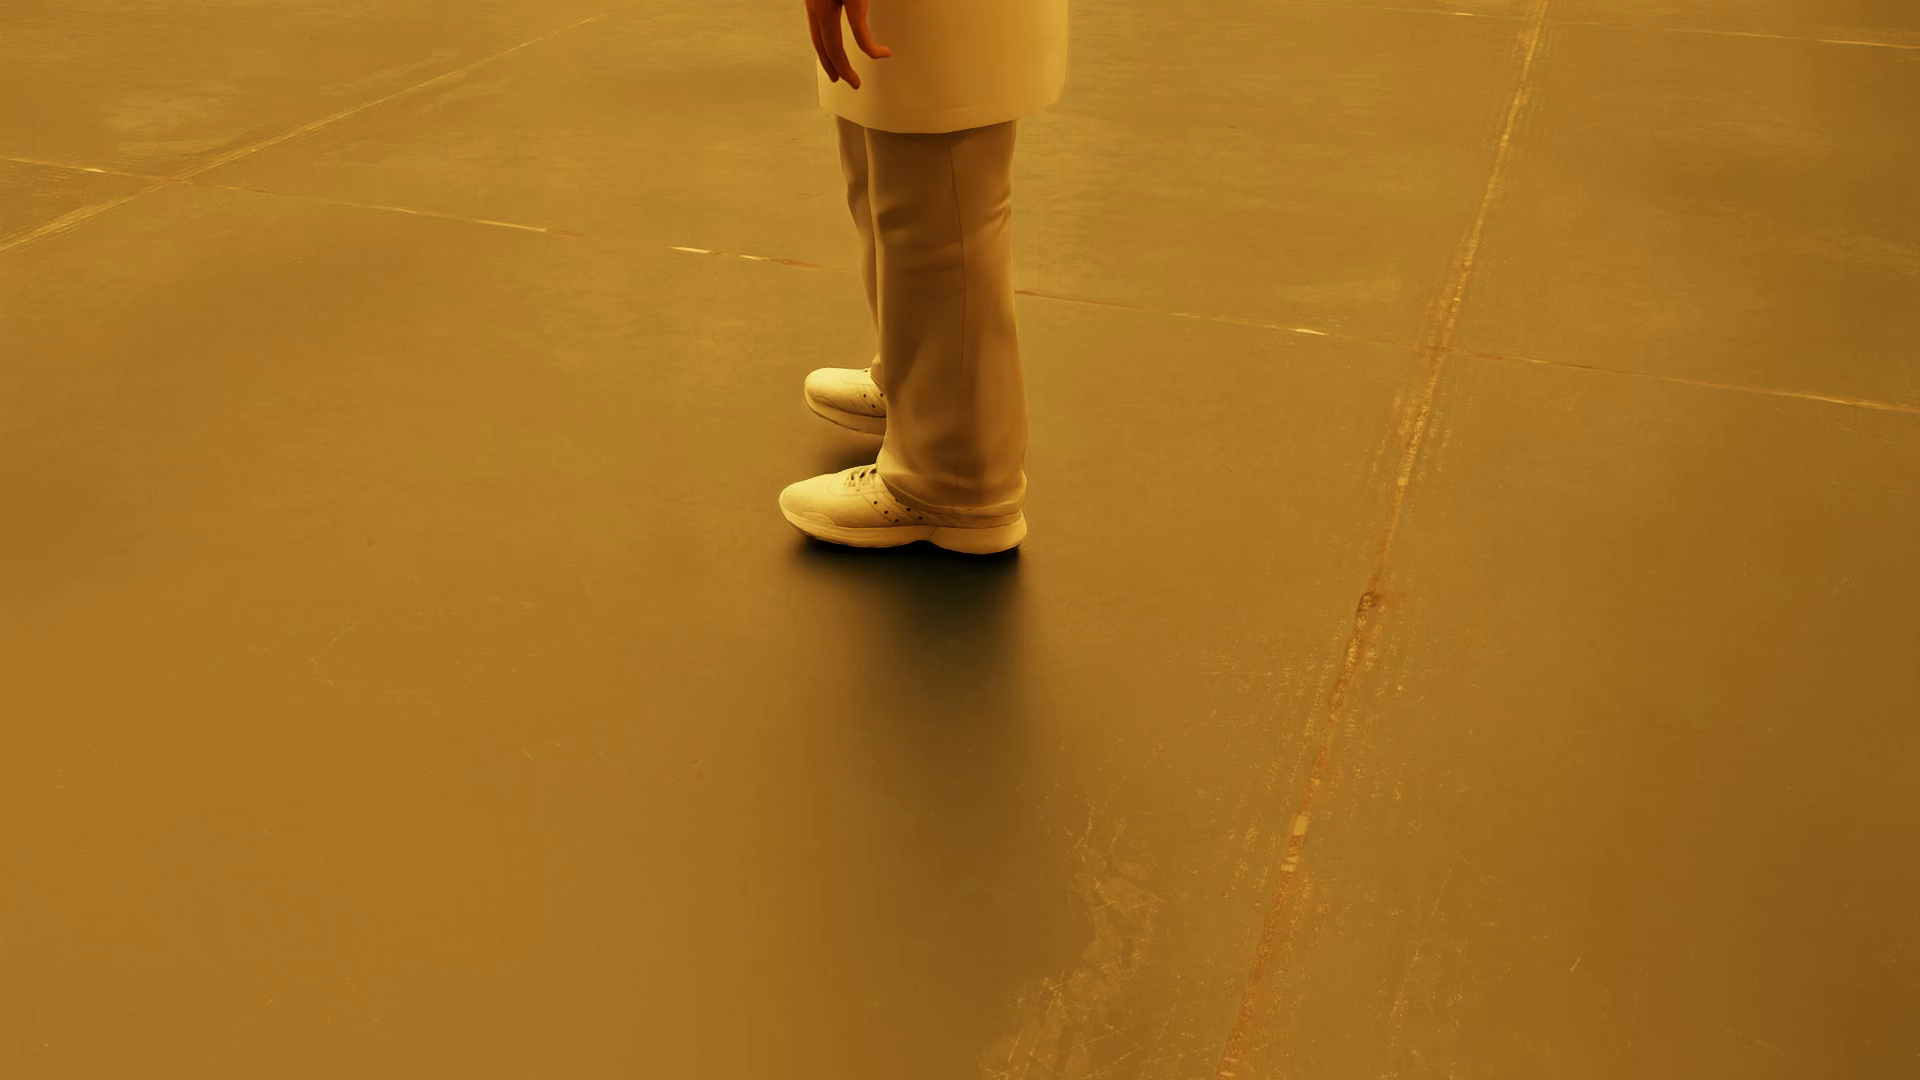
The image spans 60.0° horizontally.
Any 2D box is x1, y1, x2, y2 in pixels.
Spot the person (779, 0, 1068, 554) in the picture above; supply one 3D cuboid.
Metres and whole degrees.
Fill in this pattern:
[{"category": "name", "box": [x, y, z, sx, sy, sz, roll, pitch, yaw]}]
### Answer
[{"category": "person", "box": [-0.083, -0.798, 2.089, 0.582, 1.775, 0.696, 10, 31, 18]}]
